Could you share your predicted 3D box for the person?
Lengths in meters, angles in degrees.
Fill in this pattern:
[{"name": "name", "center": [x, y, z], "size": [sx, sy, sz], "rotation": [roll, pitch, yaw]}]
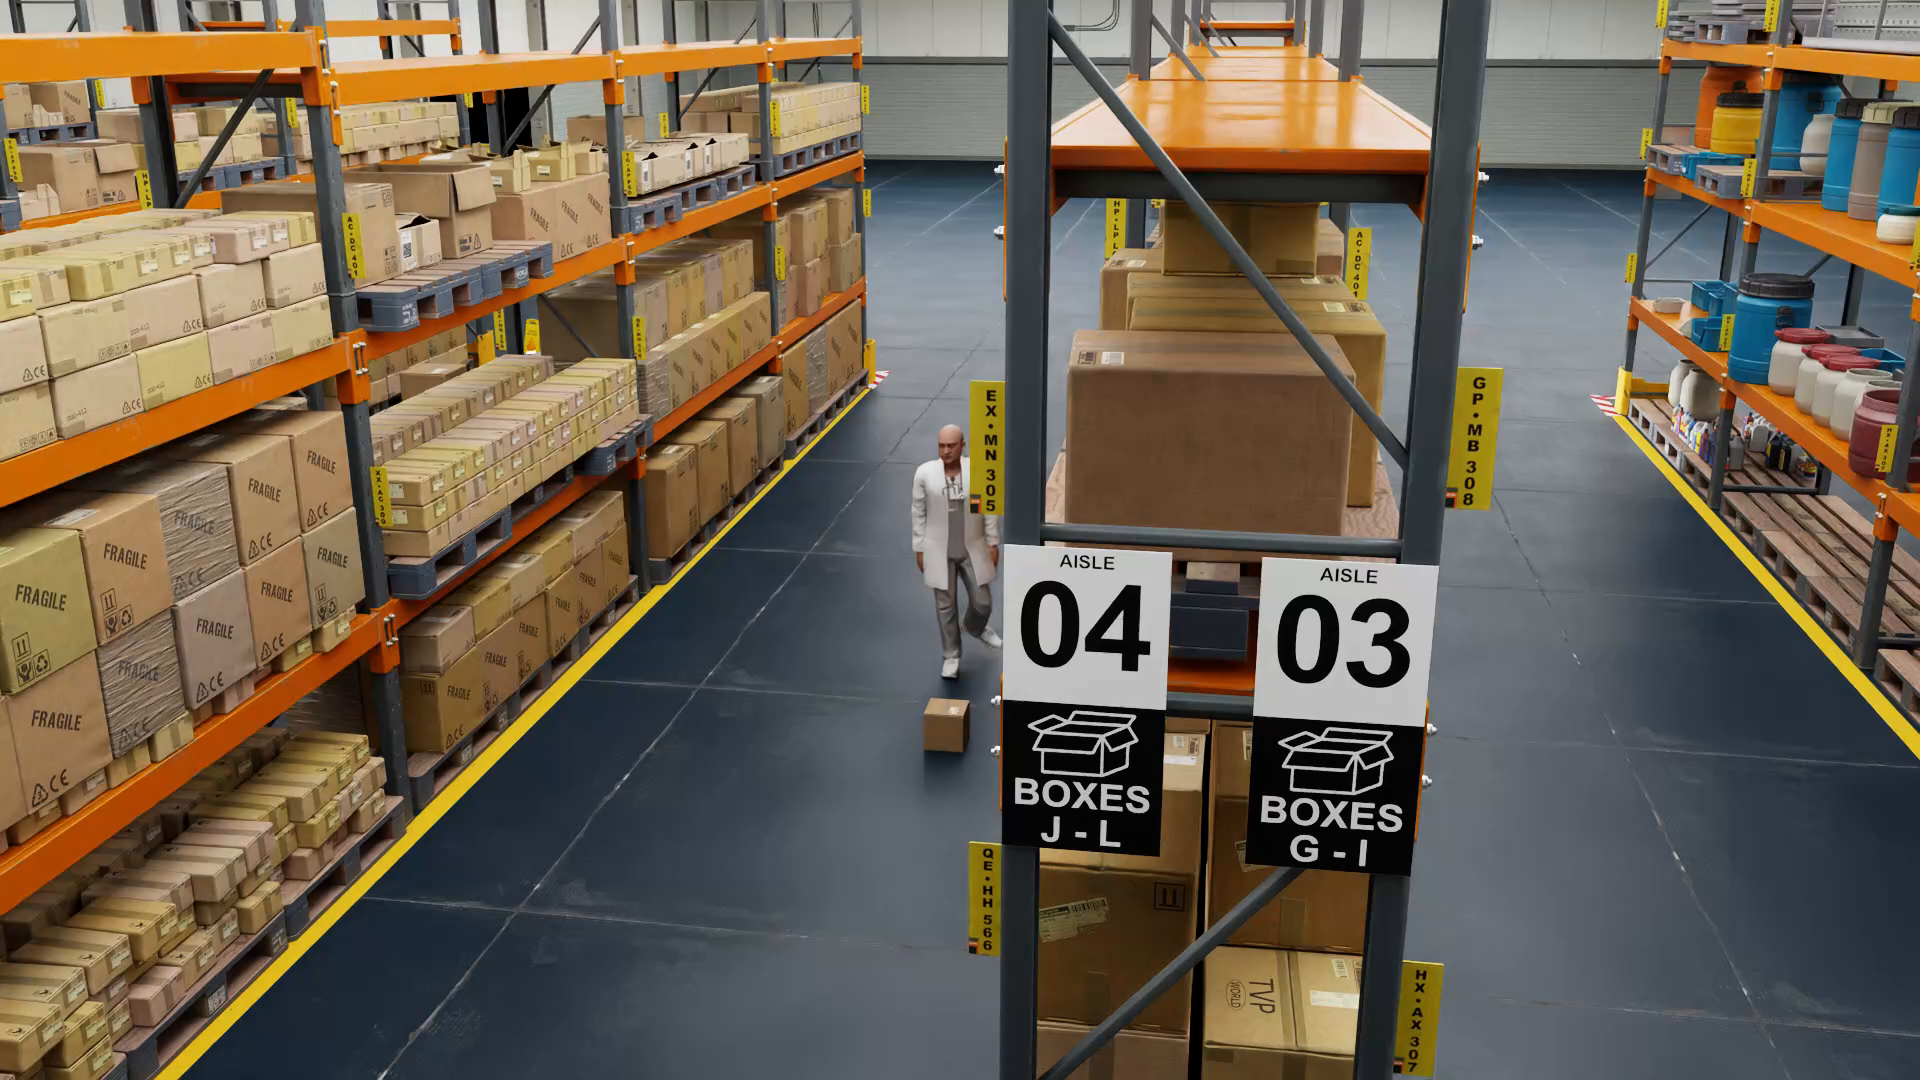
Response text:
[{"name": "person", "center": [-0.009, 0.044, 11.420], "size": [0.656, 1.774, 0.600], "rotation": [-1, 18, -3]}]
